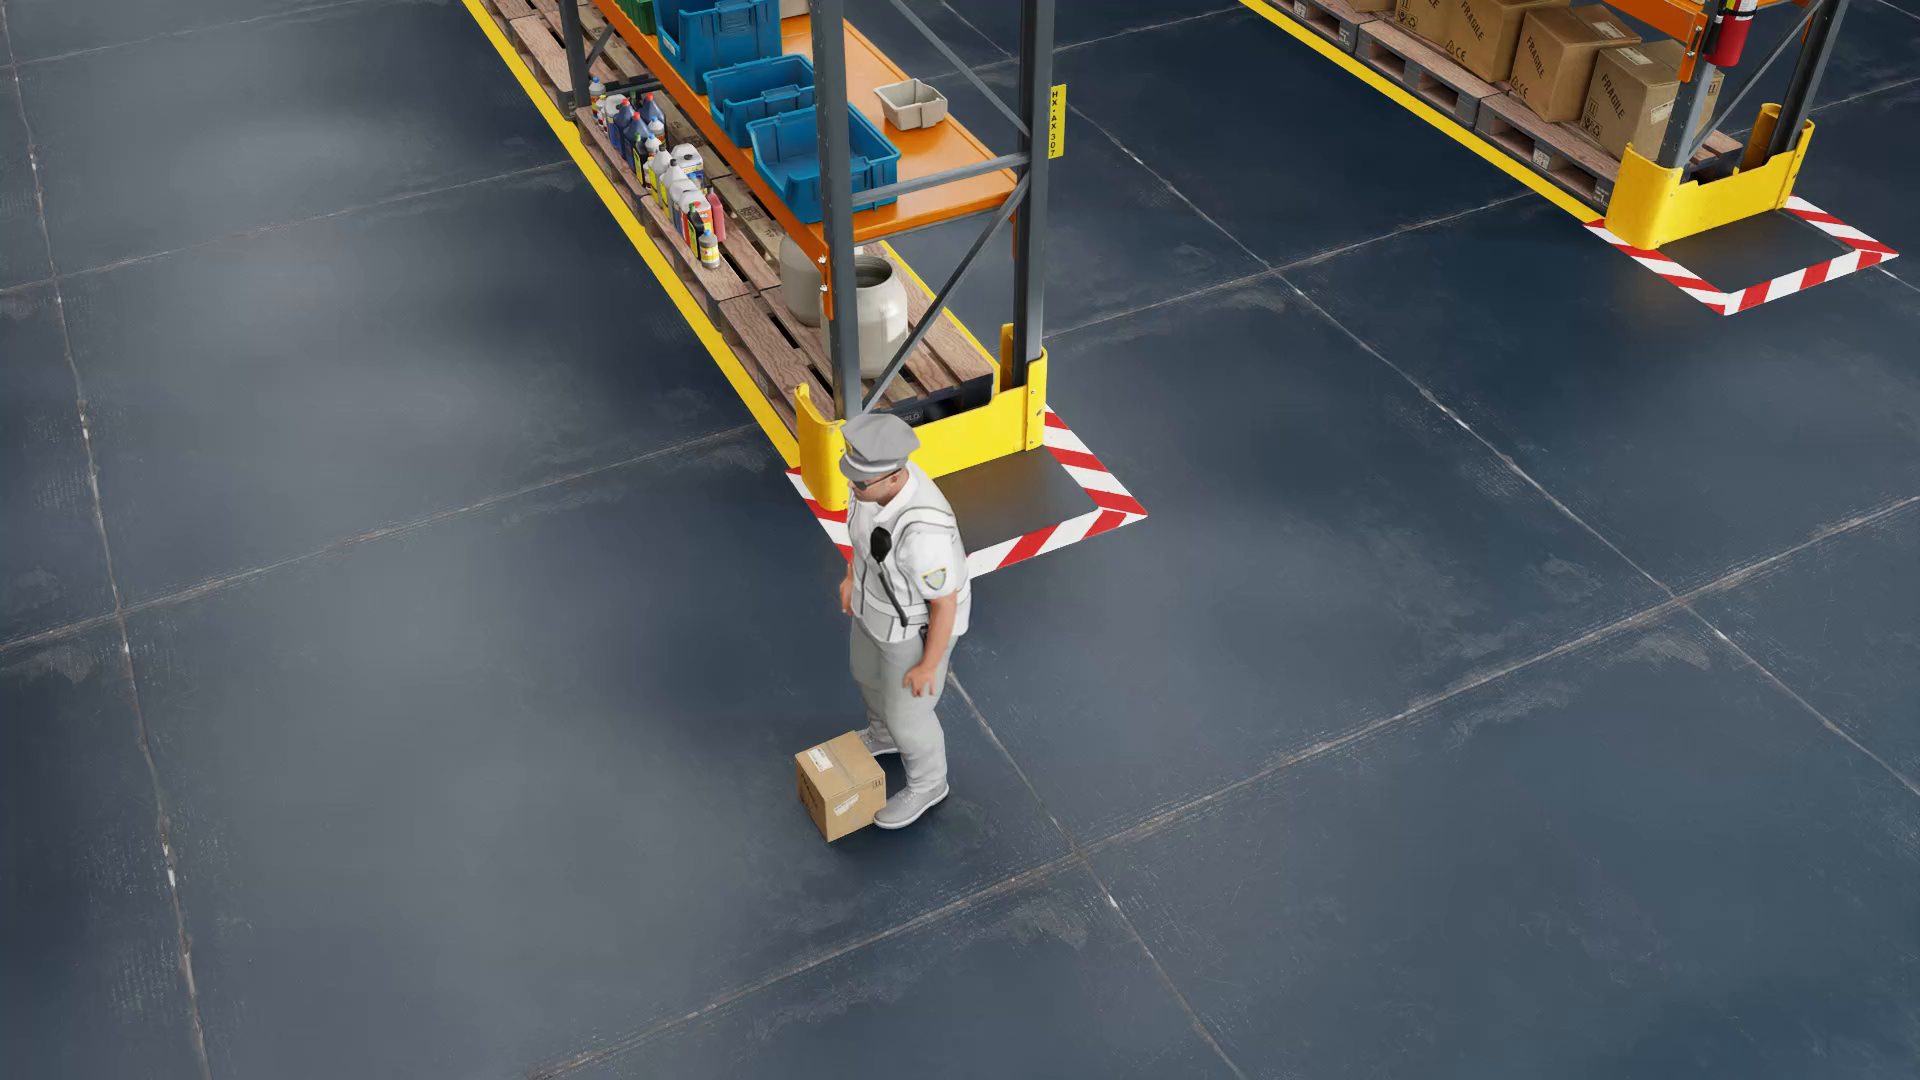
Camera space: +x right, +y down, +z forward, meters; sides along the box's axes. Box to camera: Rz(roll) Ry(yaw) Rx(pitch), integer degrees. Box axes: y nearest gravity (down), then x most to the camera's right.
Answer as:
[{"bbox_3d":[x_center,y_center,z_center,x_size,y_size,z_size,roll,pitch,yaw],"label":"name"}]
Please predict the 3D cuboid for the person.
[{"bbox_3d":[-0.204,0.268,5.843,0.427,1.749,0.604,-21,45,-22],"label":"person"}]
